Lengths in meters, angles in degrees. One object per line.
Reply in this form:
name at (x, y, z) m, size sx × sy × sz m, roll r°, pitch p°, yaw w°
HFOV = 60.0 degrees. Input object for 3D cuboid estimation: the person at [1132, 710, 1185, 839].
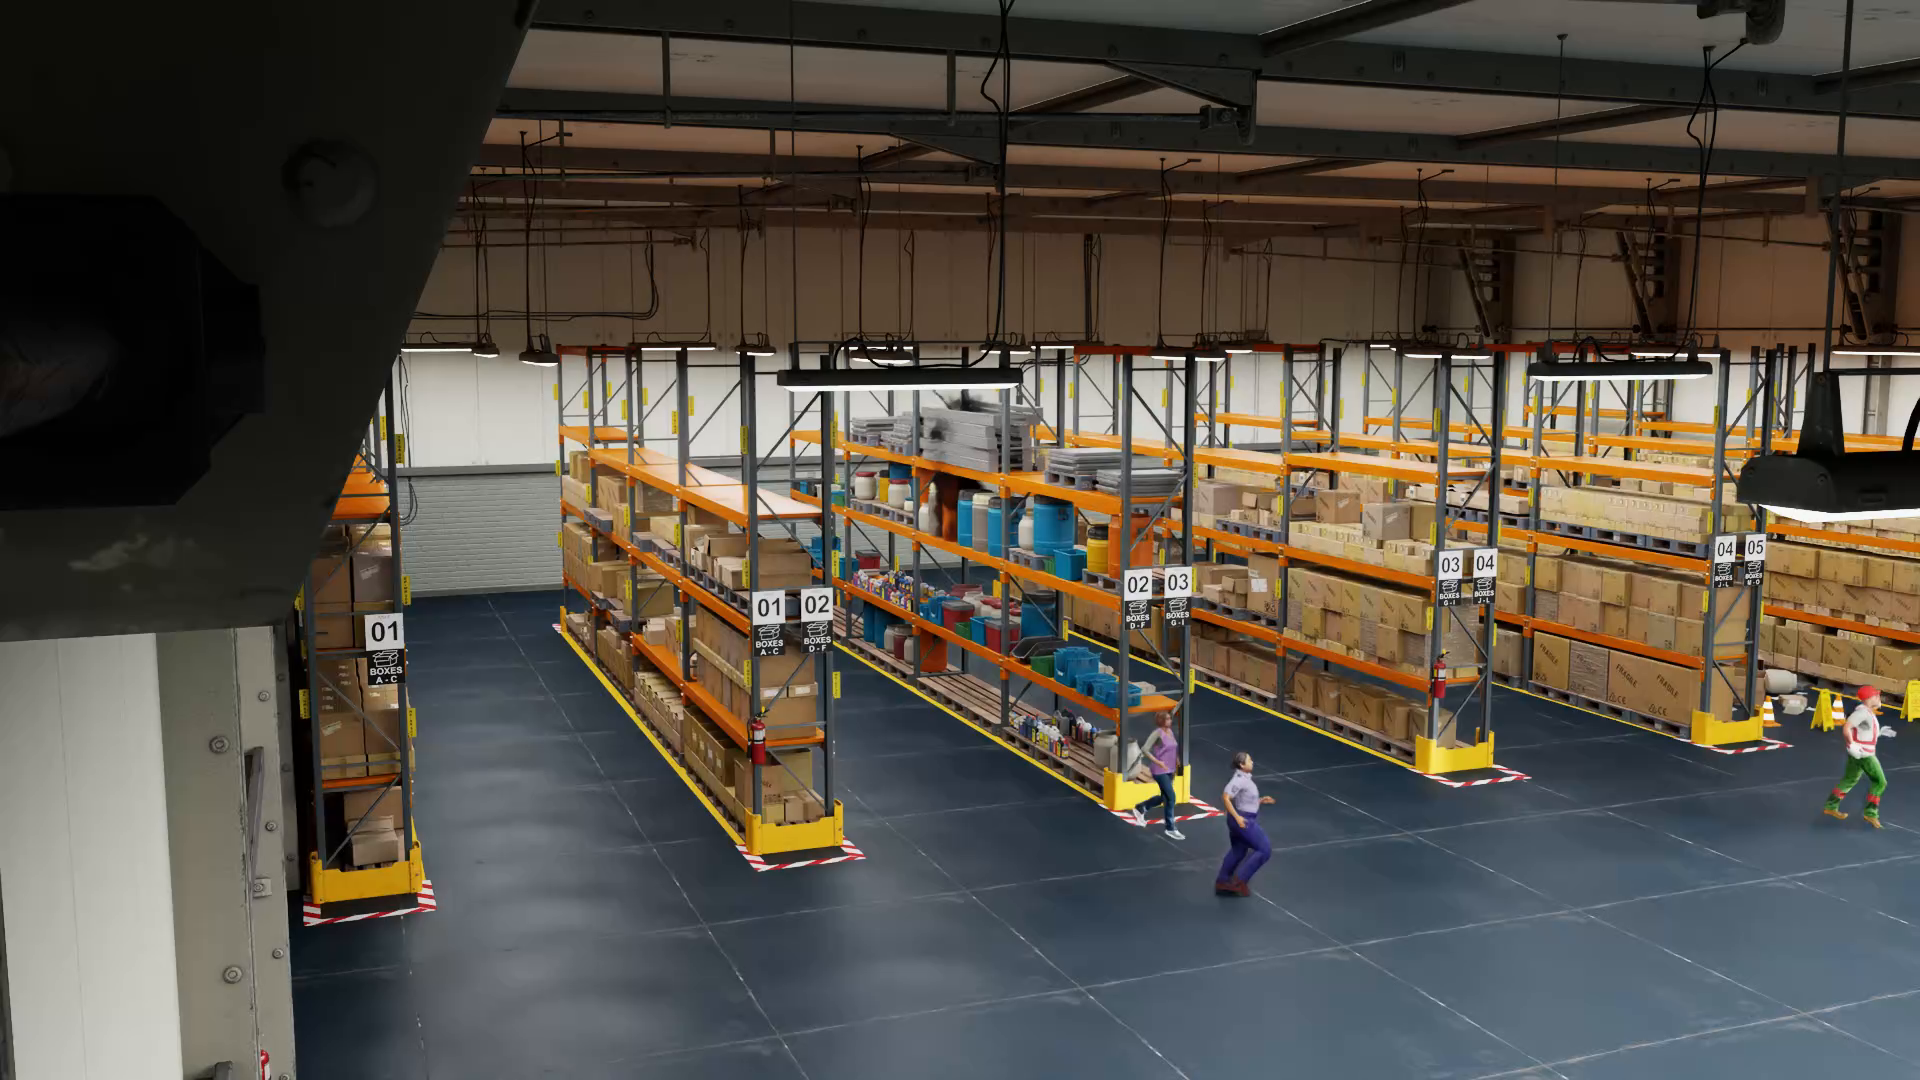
person at (2.509, 2.921, 20.848) m, size 0.723 × 1.605 × 0.586 m, roll 5°, pitch 9°, yaw 34°

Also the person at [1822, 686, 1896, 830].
person at (11.503, 2.760, 21.230) m, size 0.794 × 1.835 × 0.634 m, roll 2°, pitch 8°, yaw 18°

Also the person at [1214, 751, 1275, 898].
person at (3.193, 3.171, 18.594) m, size 0.654 × 1.640 × 0.586 m, roll 0°, pitch 7°, yaw 3°

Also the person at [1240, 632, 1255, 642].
person at (5.681, 1.357, 32.978) m, size 0.593 × 1.619 × 0.586 m, roll -4°, pitch 8°, yaw -29°
